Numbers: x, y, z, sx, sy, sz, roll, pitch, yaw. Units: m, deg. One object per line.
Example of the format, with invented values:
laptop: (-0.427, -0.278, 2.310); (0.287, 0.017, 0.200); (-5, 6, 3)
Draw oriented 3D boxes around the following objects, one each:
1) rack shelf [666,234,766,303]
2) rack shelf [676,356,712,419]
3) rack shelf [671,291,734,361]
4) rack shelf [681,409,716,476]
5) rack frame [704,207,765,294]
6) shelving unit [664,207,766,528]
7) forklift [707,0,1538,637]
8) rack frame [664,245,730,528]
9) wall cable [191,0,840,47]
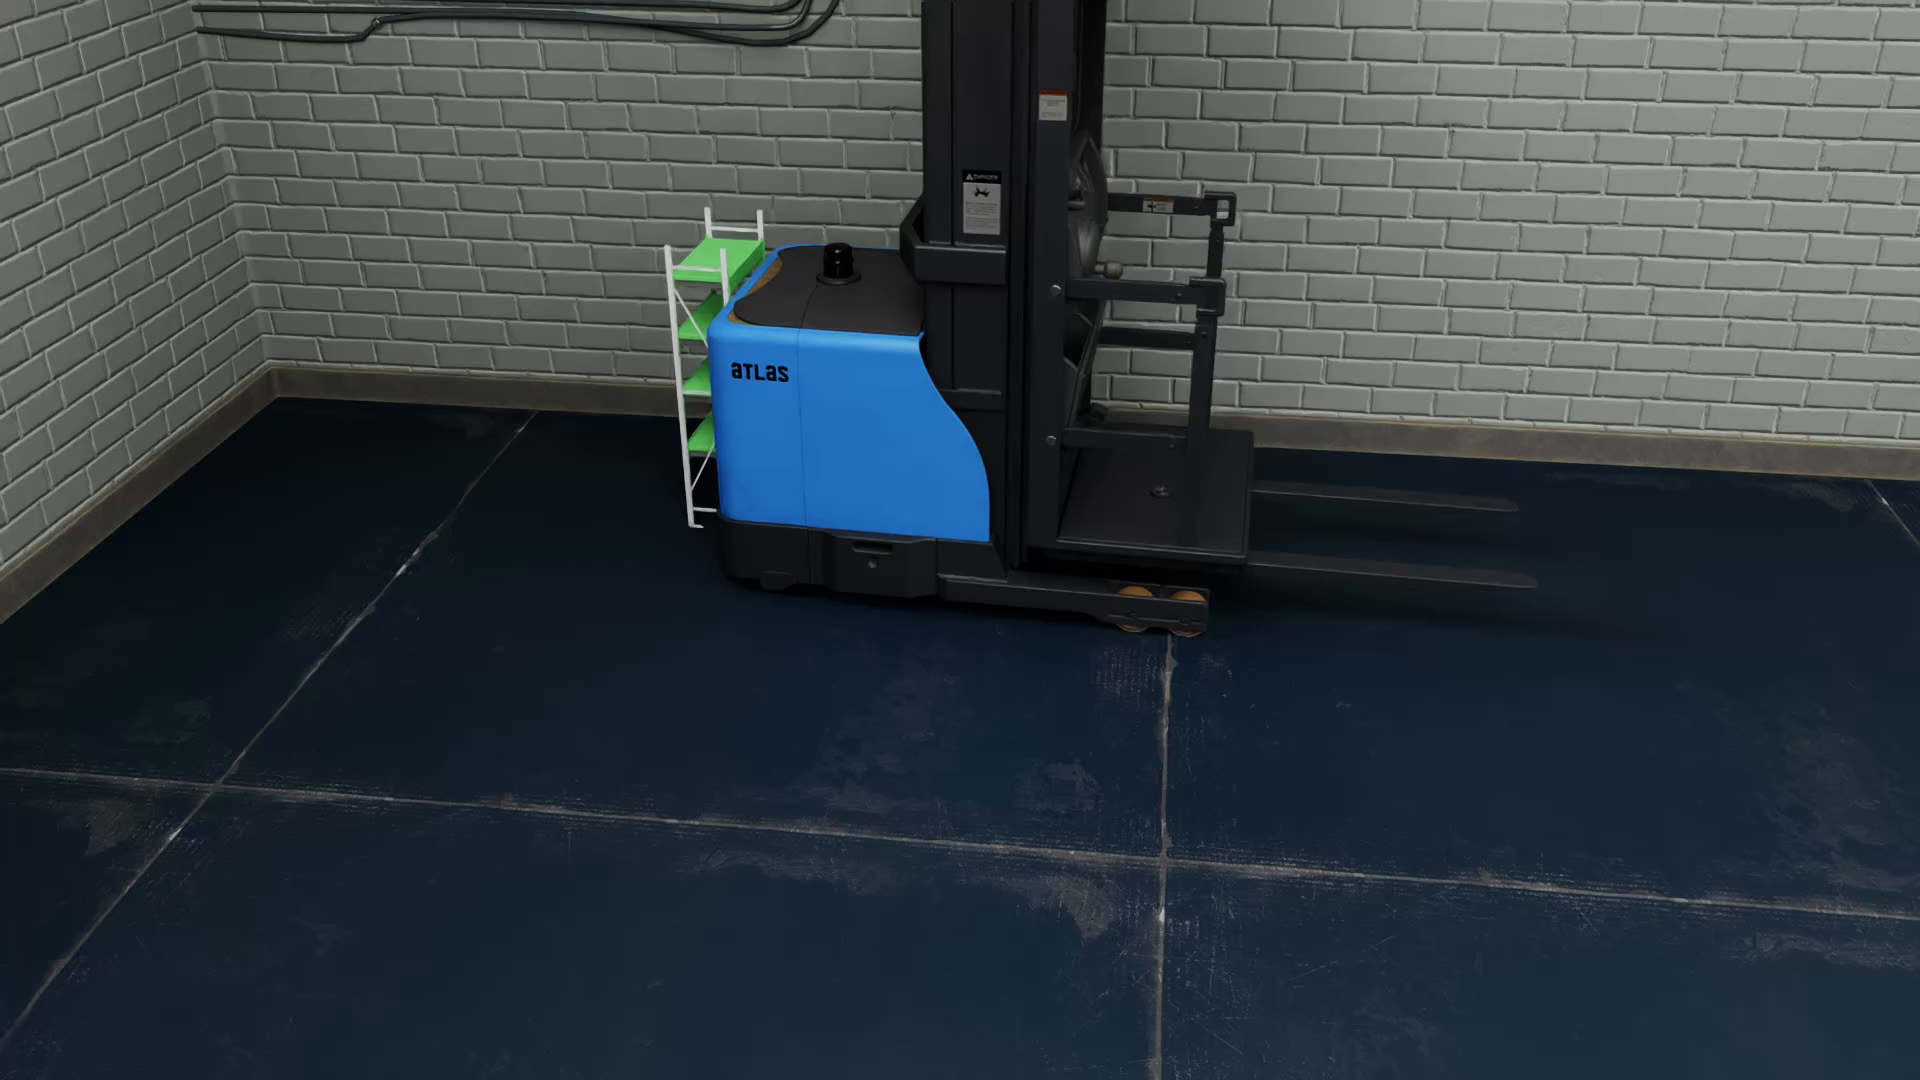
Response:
rack shelf: (-0.955, -1.056, 6.567); (0.258, 0.148, 0.480); (5, 29, 9)
rack shelf: (-0.955, -0.633, 6.794); (0.258, 0.148, 0.480); (5, 29, 9)
rack shelf: (-0.955, -0.844, 6.680); (0.258, 0.148, 0.480); (5, 29, 9)
rack shelf: (-0.954, -0.422, 6.908); (0.258, 0.148, 0.480); (5, 29, 9)
rack frame: (-0.911, -0.803, 6.975); (0.240, 1.200, 0.015); (5, 29, 9)
shelving unit: (-0.955, -0.689, 6.764); (0.258, 1.200, 0.503); (5, 29, 9)
forklift: (0.643, -1.208, 5.903); (3.031, 2.935, 1.130); (5, 29, 9)
rack frame: (-0.998, -0.575, 6.553); (0.240, 1.200, 0.015); (5, 29, 9)
wall cable: (-1.969, -3.202, 6.479); (3.097, 2.526, 0.112); (3, 28, 6)
